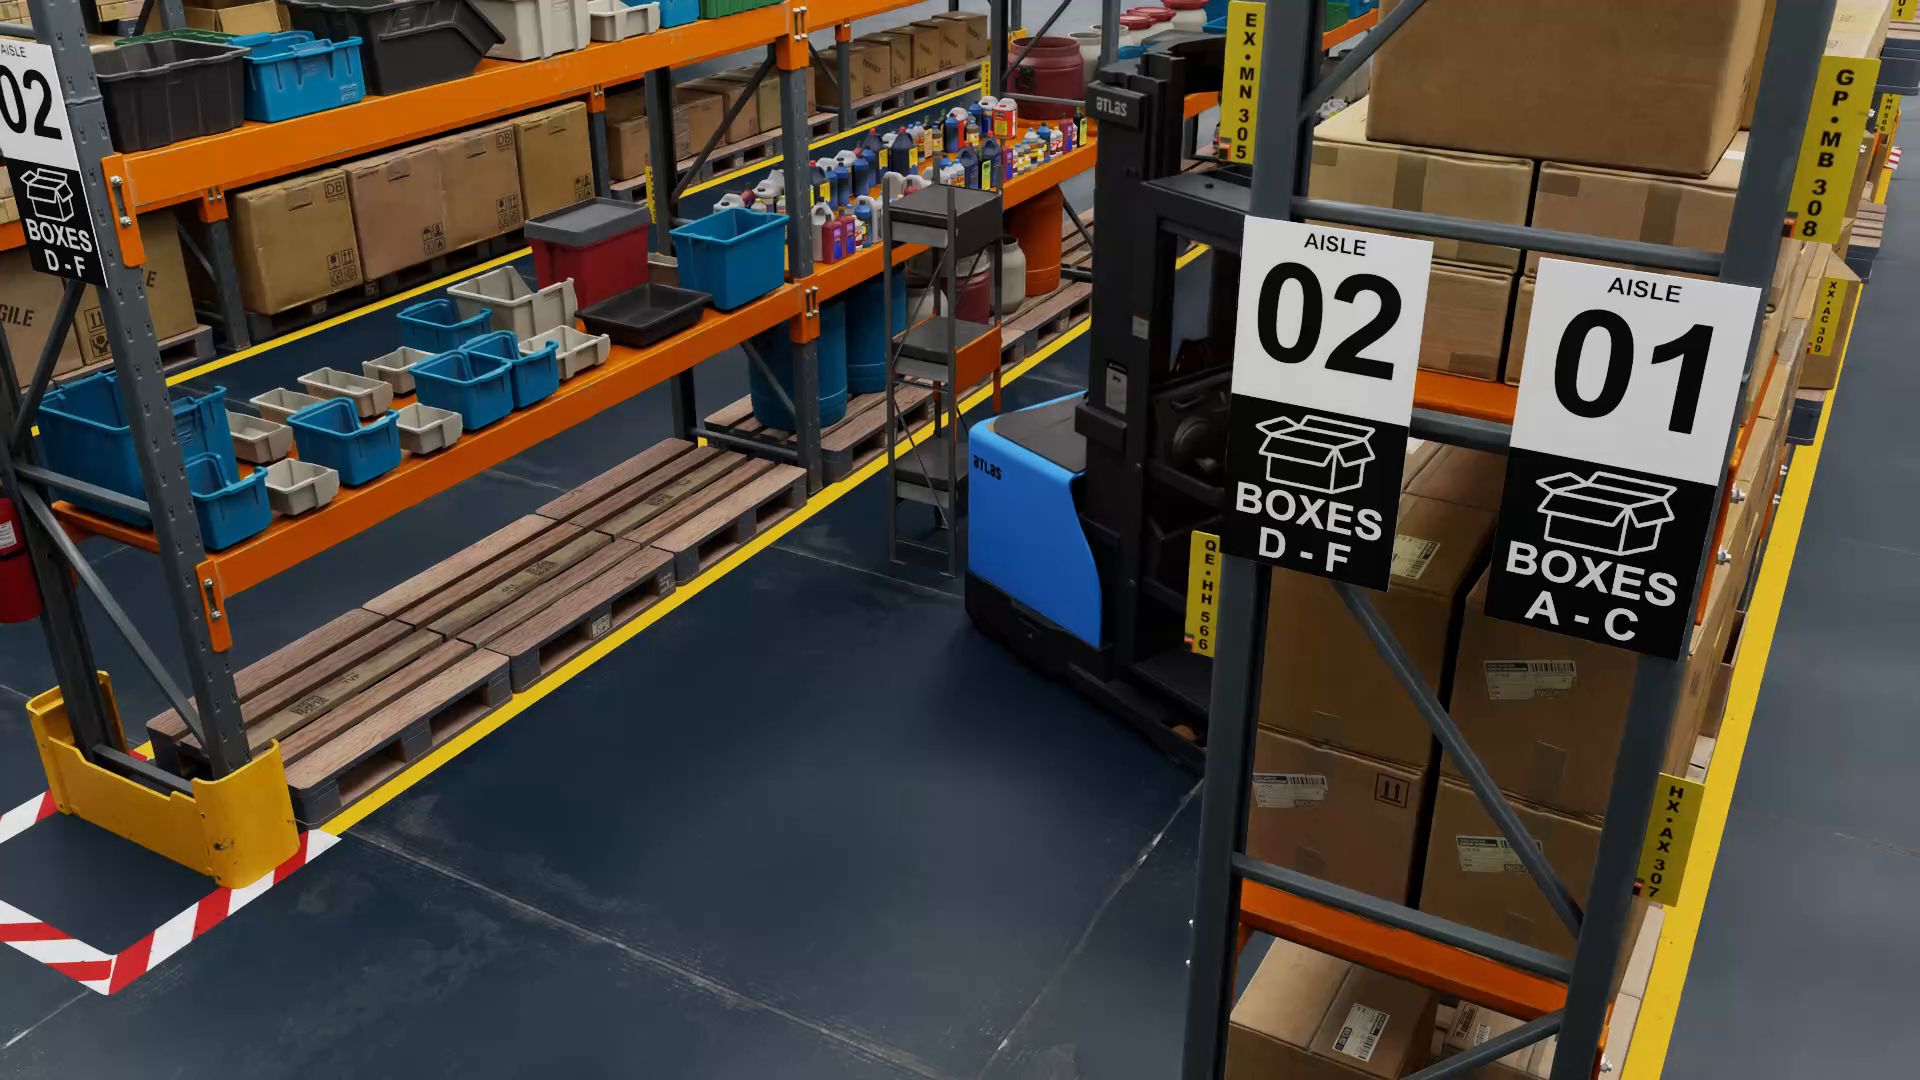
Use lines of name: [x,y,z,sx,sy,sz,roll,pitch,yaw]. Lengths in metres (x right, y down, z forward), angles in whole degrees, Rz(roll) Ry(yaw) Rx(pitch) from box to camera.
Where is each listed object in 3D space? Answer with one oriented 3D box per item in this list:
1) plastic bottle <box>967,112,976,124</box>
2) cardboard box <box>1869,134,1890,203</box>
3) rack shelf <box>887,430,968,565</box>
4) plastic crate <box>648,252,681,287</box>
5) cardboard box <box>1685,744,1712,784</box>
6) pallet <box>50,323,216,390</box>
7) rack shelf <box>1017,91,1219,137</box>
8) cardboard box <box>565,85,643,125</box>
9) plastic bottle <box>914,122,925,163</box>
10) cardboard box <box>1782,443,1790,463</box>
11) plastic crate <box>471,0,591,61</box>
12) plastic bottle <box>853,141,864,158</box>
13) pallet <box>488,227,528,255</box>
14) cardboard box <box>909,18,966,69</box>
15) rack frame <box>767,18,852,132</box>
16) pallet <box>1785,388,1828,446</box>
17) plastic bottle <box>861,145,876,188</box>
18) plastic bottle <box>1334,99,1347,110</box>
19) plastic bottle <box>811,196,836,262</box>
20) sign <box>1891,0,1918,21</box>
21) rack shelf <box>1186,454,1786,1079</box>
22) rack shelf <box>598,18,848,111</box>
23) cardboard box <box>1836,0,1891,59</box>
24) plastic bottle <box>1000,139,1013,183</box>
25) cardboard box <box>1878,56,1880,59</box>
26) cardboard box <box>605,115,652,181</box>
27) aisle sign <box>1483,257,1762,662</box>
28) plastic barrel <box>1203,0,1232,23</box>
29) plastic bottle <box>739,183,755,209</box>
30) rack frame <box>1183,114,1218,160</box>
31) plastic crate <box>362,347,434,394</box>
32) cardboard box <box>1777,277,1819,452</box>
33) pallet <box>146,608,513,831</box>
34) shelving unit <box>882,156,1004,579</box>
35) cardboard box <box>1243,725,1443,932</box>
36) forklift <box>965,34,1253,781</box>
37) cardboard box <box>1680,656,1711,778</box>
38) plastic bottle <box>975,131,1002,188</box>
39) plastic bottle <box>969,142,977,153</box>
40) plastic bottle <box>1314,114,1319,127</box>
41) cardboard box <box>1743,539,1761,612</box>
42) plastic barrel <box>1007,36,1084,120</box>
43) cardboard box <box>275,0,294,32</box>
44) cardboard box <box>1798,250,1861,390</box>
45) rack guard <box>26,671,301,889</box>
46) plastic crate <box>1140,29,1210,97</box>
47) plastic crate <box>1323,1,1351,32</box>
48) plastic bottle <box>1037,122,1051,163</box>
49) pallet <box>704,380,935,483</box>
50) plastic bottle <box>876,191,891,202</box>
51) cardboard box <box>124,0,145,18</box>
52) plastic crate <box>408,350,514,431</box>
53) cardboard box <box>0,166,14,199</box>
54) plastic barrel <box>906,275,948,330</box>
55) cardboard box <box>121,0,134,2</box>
plastic bottle: [0.068,-3.024,12.161,0.097,0.201,0.097,0,27,0]
cardboard box: [7.470,-3.159,13.975,0.500,0.500,0.500,14,30,26]
rack shelf: [-0.081,-0.236,8.971,0.431,0.518,0.480,14,30,26]
plastic crate: [-1.630,-1.487,9.098,0.396,0.136,0.243,14,30,26]
cardboard box: [2.632,0.946,6.521,0.500,0.311,0.500,14,30,26]
pallet: [-6.031,-1.293,11.597,1.003,0.211,1.213,14,30,26]
rack shelf: [1.675,-3.745,14.184,1.077,0.370,4.000,14,30,26]
cardboard box: [-3.317,-4.060,15.472,0.500,0.250,0.500,16,31,28]
plastic bottle: [-0.291,-2.771,11.578,0.097,0.271,0.097,0,27,0]
cardboard box: [3.976,-0.575,8.511,0.500,0.250,0.500,14,30,26]
plastic crate: [-1.885,-2.253,7.182,0.437,0.282,0.530,14,30,26]
plastic bottle: [-0.682,-2.483,10.989,0.061,0.283,0.133,14,30,26]
pallet: [-4.074,-2.840,14.688,1.003,0.211,1.213,14,30,26]
cardboard box: [-0.271,-6.085,20.379,0.500,0.500,0.500,24,35,39]
rack frame: [-1.653,-5.937,17.759,1.000,3.000,0.127,14,30,26]
pallet: [3.522,-0.838,7.787,1.003,0.211,1.213,14,30,26]
plastic bottle: [-0.604,-2.467,10.971,0.097,0.271,0.097,0,27,0]
plastic bottle: [3.957,-4.479,17.398,0.152,0.276,0.135,14,30,26]
plastic bottle: [-0.801,-1.788,9.525,0.144,0.351,0.185,14,30,26]
sign: [3.510,-2.092,6.150,0.100,0.325,0.005,14,30,26]
rack shelf: [2.050,0.465,5.774,1.077,0.370,4.000,14,30,26]
rack shelf: [-2.637,-4.836,16.363,1.077,0.370,4.000,14,30,26]
cardboard box: [2.782,-1.690,5.534,0.500,0.250,0.500,14,30,26]
plastic bottle: [0.301,-2.538,11.099,0.061,0.283,0.133,14,30,26]
cardboard box: [3.027,-1.662,6.036,0.500,0.250,0.500,14,30,26]
cardboard box: [-3.309,-3.722,15.636,0.700,0.500,0.500,13,29,23]
aisle sign: [1.289,-0.148,3.291,0.394,0.787,0.004,14,30,26]
plastic barrel: [2.205,-4.986,15.300,0.600,0.901,0.708,14,30,26]
plastic bottle: [-1.290,-2.001,10.027,0.061,0.283,0.133,14,30,26]
rack frame: [2.659,-4.846,15.580,1.000,3.000,0.127,14,30,26]
plastic crate: [-2.600,-0.779,7.683,0.298,0.136,0.250,14,30,26]
cardboard box: [2.761,-0.673,6.016,0.500,0.500,0.500,14,30,25]
pallet: [-2.805,0.765,7.487,1.003,0.211,1.213,14,30,26]
shelving unit: [-0.081,-0.874,8.651,0.431,2.100,0.503,14,30,26]
cardboard box: [1.050,0.644,4.501,0.500,0.500,0.500,15,30,28]
forklift: [1.313,-0.512,6.998,1.130,2.935,3.031,-19,32,-33]
cardboard box: [1.763,0.561,4.667,0.500,0.500,0.500,14,30,26]
plastic bottle: [0.187,-2.515,10.979,0.144,0.351,0.185,14,30,26]
plastic bottle: [0.085,-2.498,11.019,0.061,0.283,0.133,14,30,26]
plastic bottle: [3.510,-4.155,16.667,0.144,0.351,0.185,13,29,24]
cardboard box: [3.484,0.150,7.900,0.500,0.500,0.500,13,29,24]
plastic barrel: [0.656,-3.596,12.930,0.600,0.536,0.708,14,30,26]
cardboard box: [-4.934,-3.828,12.313,0.797,0.503,0.637,15,30,27]
cardboard box: [3.462,-1.004,7.324,0.700,0.500,0.500,4,27,9]
rack guard: [-3.245,0.961,6.772,1.175,0.500,0.348,14,30,26]
plastic crate: [1.753,-3.878,13.575,0.402,0.464,0.583,14,30,26]
plastic crate: [3.573,-5.218,16.560,0.450,0.188,0.662,14,30,26]
plastic bottle: [0.582,-2.771,11.579,0.097,0.271,0.097,0,27,0]
pallet: [-0.861,-0.773,10.558,1.003,0.211,1.213,14,30,26]
plastic bottle: [-0.456,-1.949,9.936,0.097,0.271,0.097,0,27,0]
cardboard box: [-7.982,-5.095,15.888,0.380,0.149,0.250,15,30,27]
plastic crate: [-2.188,-0.658,7.334,0.416,0.233,0.300,14,30,26]
cardboard box: [-6.081,-2.254,10.237,0.500,0.250,0.500,15,30,27]
plastic barrel: [-0.290,-1.488,11.182,0.421,0.512,0.421,0,27,0]
cardboard box: [-7.993,-5.218,15.801,0.380,0.149,0.250,15,30,27]
